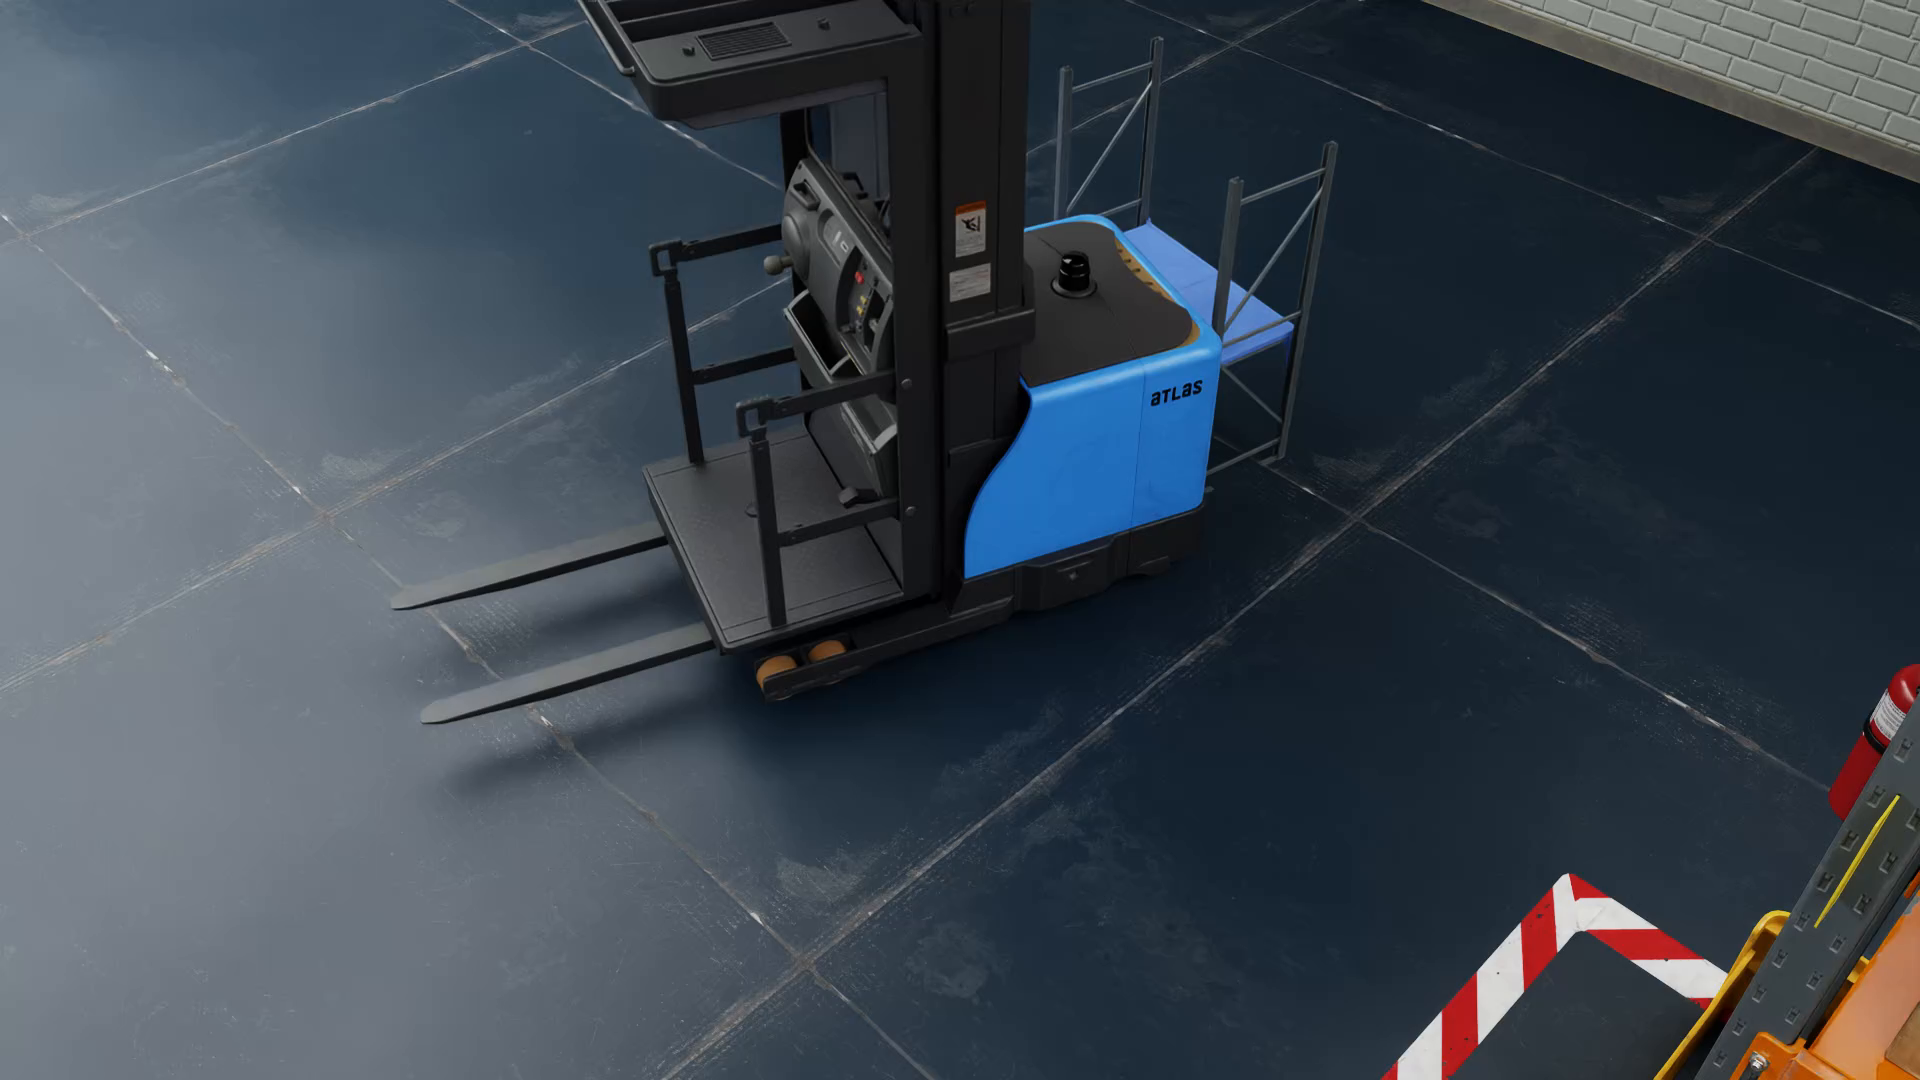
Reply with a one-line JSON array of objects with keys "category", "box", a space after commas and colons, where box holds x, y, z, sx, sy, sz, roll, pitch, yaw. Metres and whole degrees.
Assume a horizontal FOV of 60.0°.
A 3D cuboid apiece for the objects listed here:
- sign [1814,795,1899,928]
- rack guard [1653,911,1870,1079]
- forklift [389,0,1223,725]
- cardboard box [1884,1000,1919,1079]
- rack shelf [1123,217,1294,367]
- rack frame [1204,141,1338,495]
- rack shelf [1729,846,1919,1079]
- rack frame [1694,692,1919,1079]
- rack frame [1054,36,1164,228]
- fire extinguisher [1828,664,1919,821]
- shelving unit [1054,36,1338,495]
[{"category": "sign", "box": [1.711, 0.617, 3.175, 0.100, 0.325, 0.005, -34, 53, -31]}, {"category": "rack guard", "box": [2.091, 1.608, 4.642, 1.175, 0.500, 0.348, -34, 53, -31]}, {"category": "forklift", "box": [-0.602, -0.898, 5.562, 3.031, 2.935, 1.130, -17, 45, -17]}, {"category": "cardboard box", "box": [2.428, 0.895, 3.498, 0.700, 0.500, 0.500, -34, 53, -31]}, {"category": "rack shelf", "box": [0.893, -0.974, 6.964, 0.538, 0.185, 1.000, -24, 48, -24]}, {"category": "rack frame", "box": [1.176, -0.819, 6.531, 0.500, 1.500, 0.032, -24, 48, -24]}, {"category": "rack shelf", "box": [3.520, 1.926, 2.985, 1.077, 0.370, 4.000, -34, 53, -31]}, {"category": "rack frame", "box": [2.108, 0.701, 3.781, 1.000, 3.000, 0.127, -34, 53, -31]}, {"category": "rack frame", "box": [0.611, -1.393, 7.152, 0.500, 1.500, 0.032, -24, 48, -24]}, {"category": "fire extinguisher", "box": [2.353, 0.450, 4.110, 0.296, 0.674, 0.183, -34, 53, -31]}, {"category": "shelving unit", "box": [0.893, -1.106, 6.842, 0.538, 1.500, 1.048, -24, 48, -24]}]
